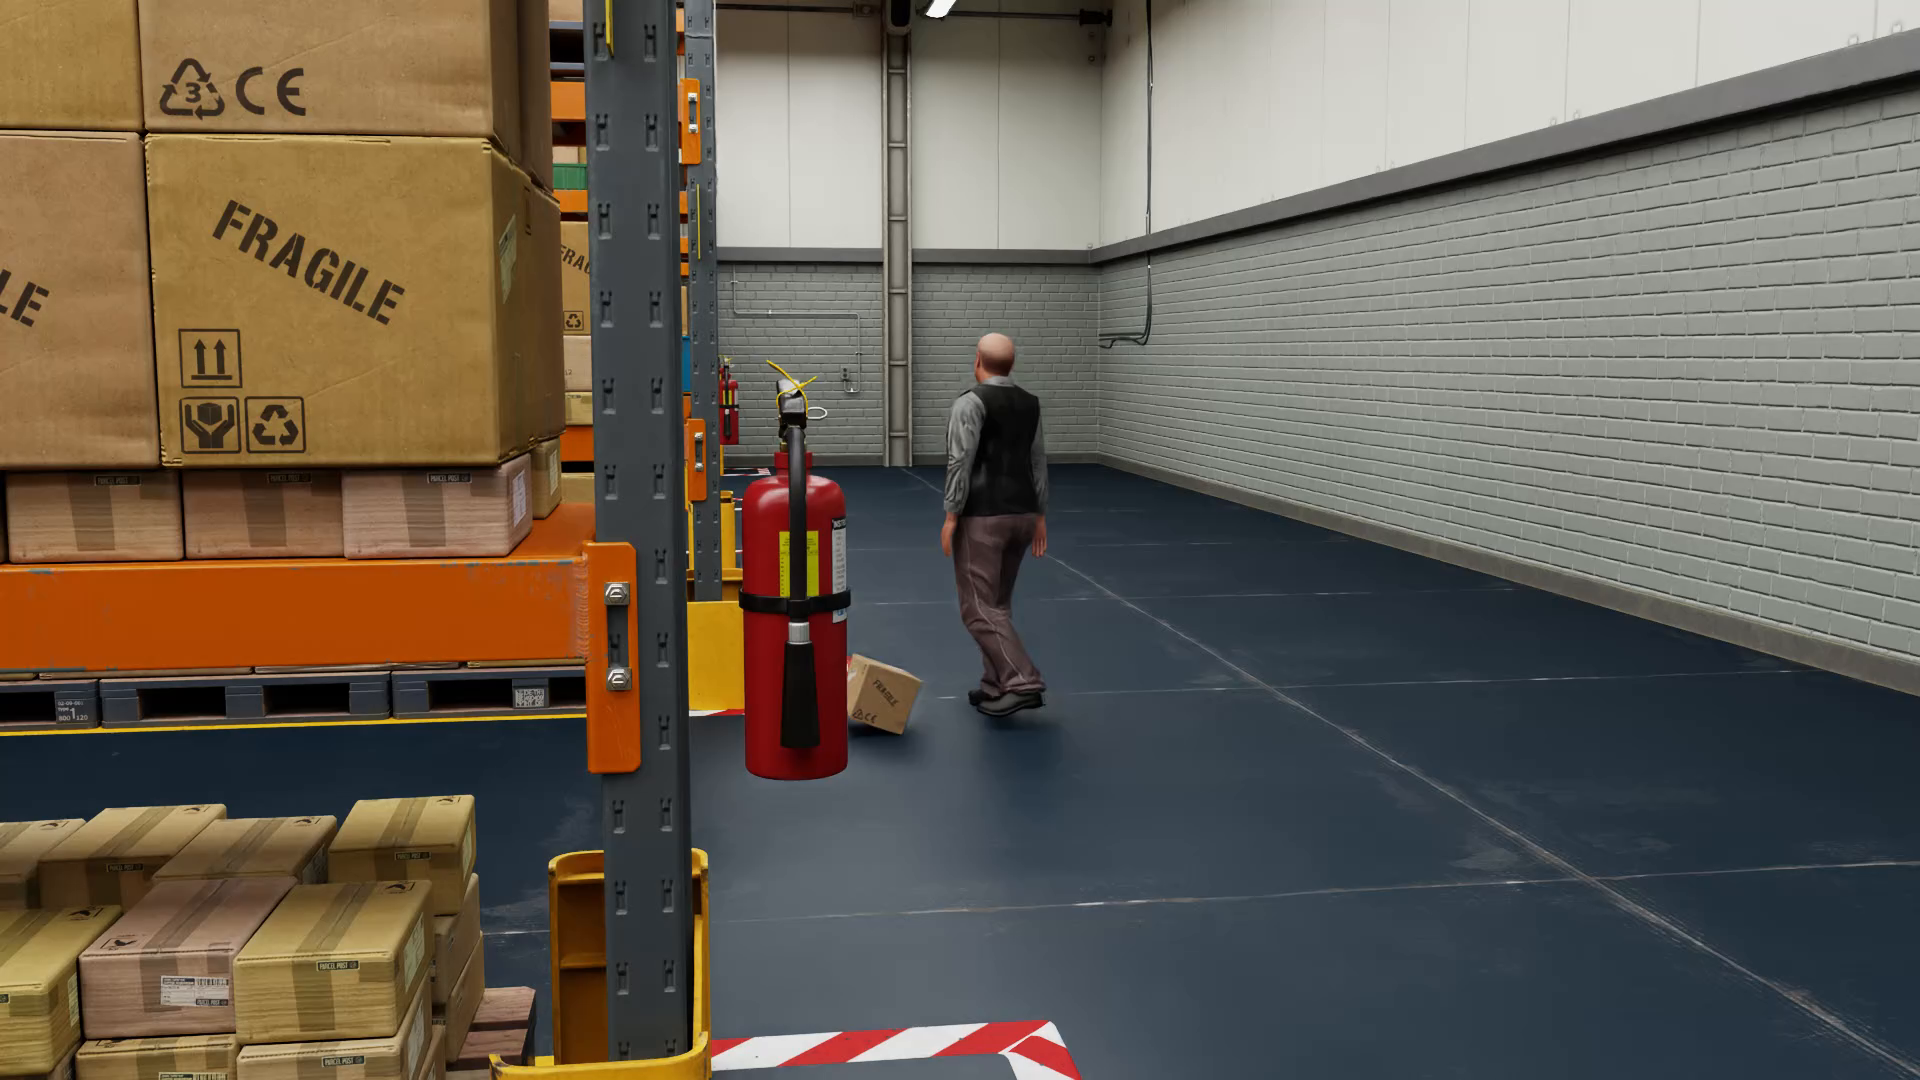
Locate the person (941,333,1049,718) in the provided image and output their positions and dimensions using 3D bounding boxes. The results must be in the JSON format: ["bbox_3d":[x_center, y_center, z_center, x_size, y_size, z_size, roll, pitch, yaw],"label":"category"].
[{"bbox_3d":[0.201,-0.023,7.450,0.582,1.622,0.588,6,9,44],"label":"person"}]
